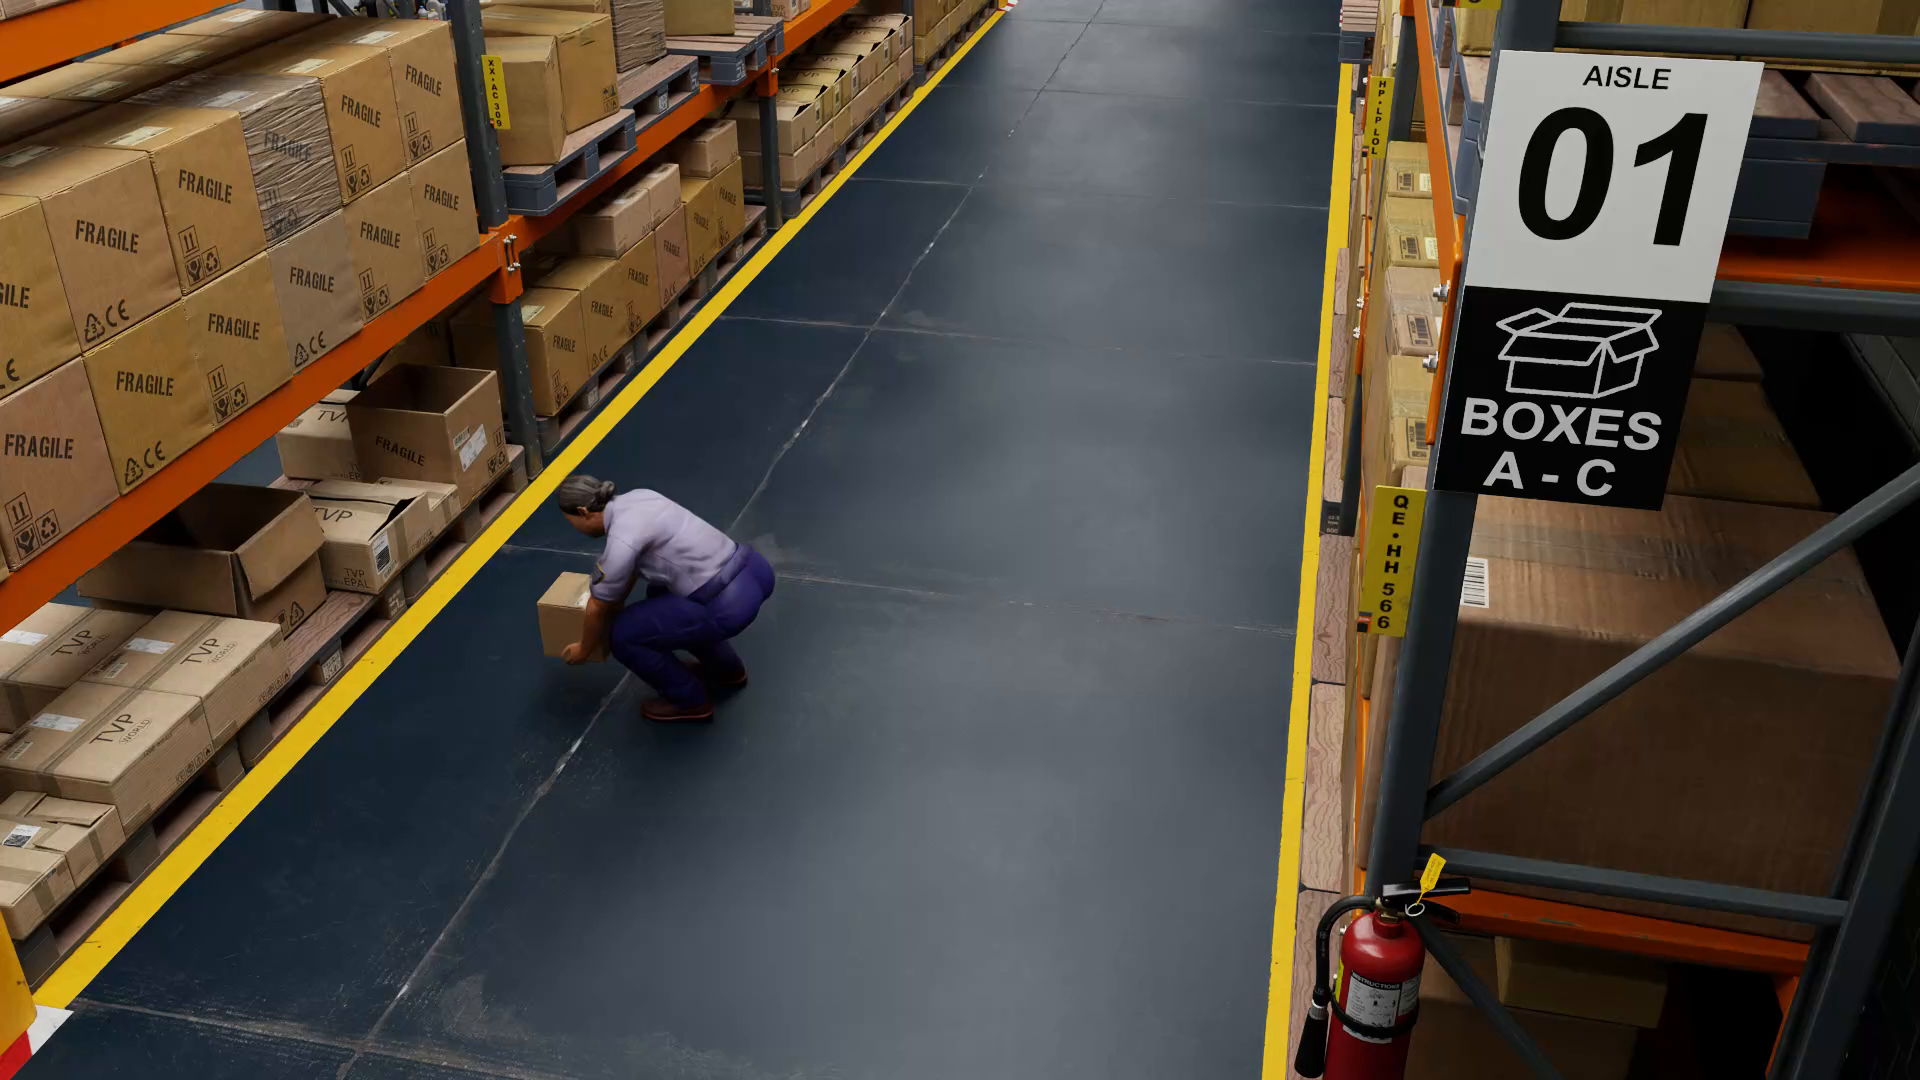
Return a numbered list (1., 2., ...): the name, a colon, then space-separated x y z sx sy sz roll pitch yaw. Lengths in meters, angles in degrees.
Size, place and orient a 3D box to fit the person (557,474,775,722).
1. person: -1.141 0.205 6.451 0.810 0.995 0.529 6 30 10
